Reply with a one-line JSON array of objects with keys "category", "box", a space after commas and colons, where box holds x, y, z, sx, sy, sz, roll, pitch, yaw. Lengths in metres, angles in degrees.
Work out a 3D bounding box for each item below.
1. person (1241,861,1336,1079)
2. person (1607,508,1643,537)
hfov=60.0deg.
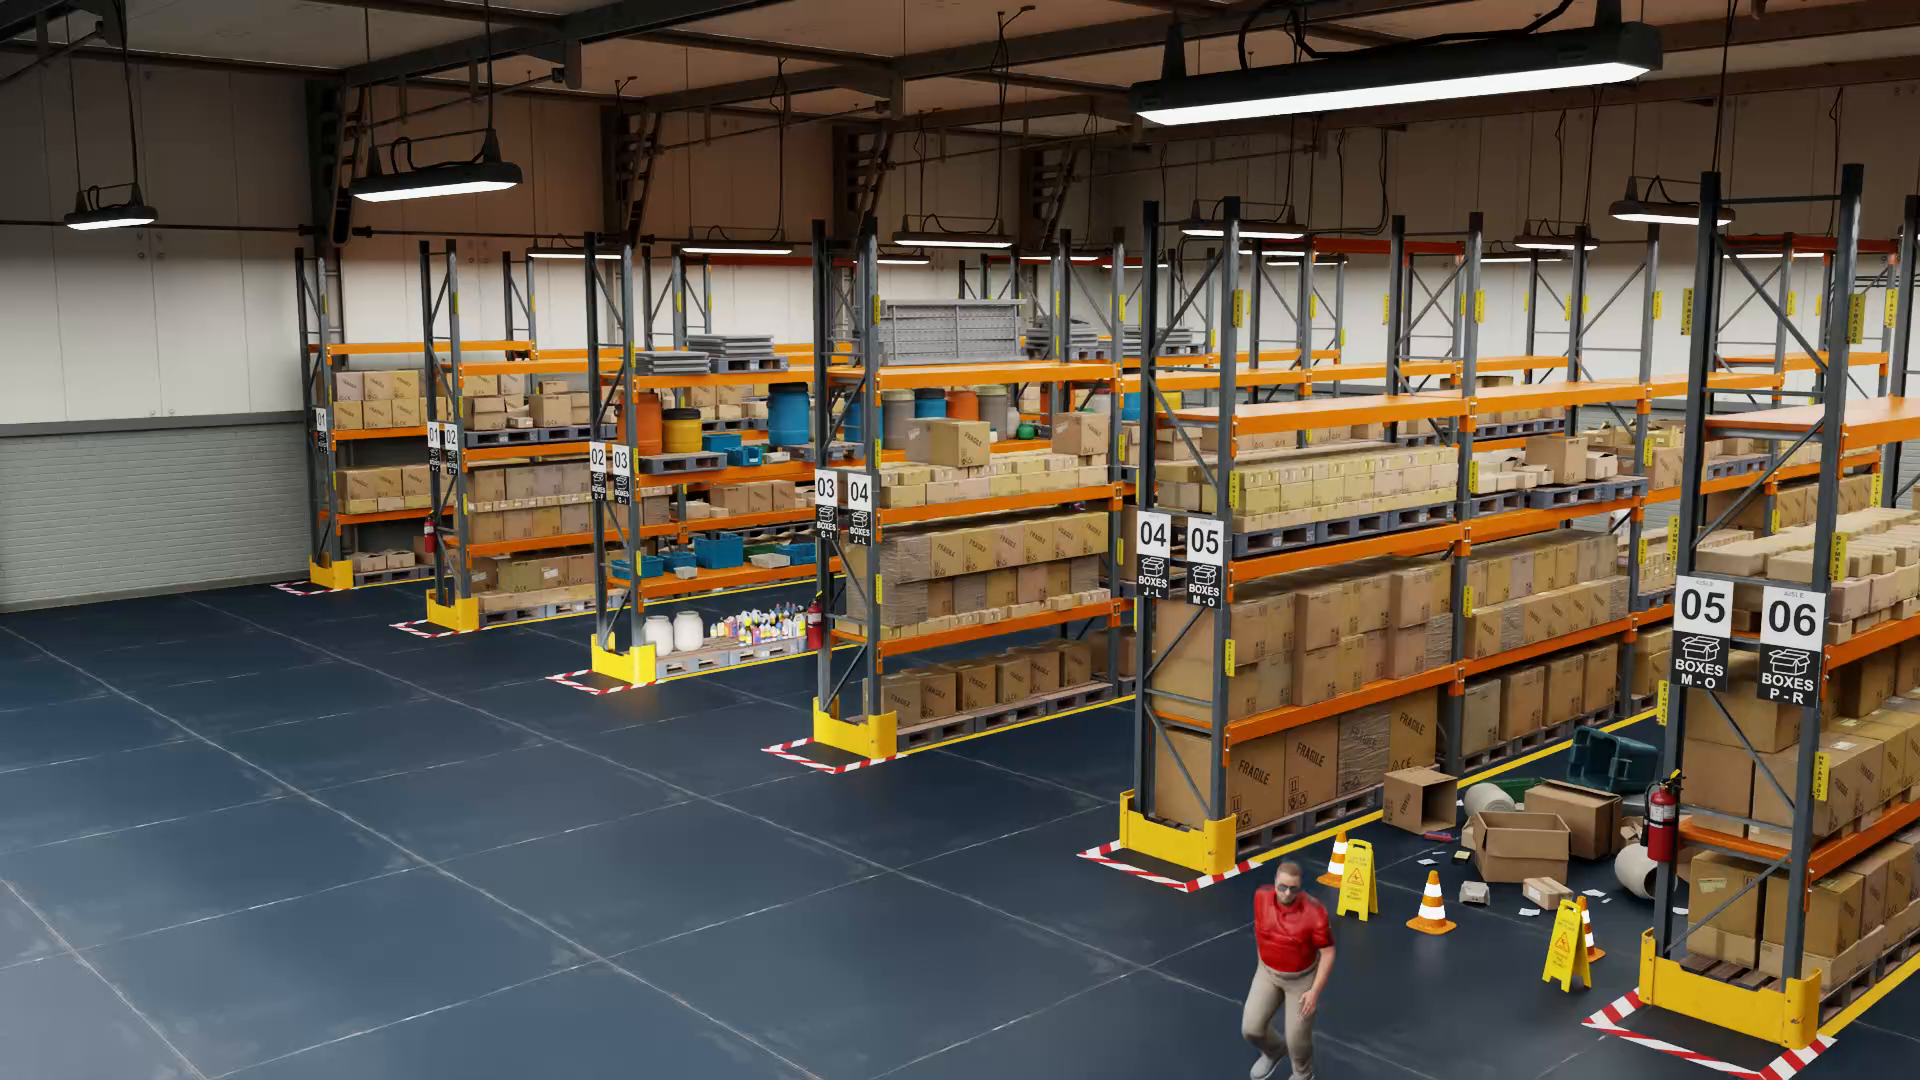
[{"category": "person", "box": [2.106, 2.797, 10.633, 0.637, 1.633, 0.686, 5, 10, 33]}, {"category": "person", "box": [12.086, -0.070, 30.250, 0.610, 1.633, 0.519, 5, 10, 29]}]
